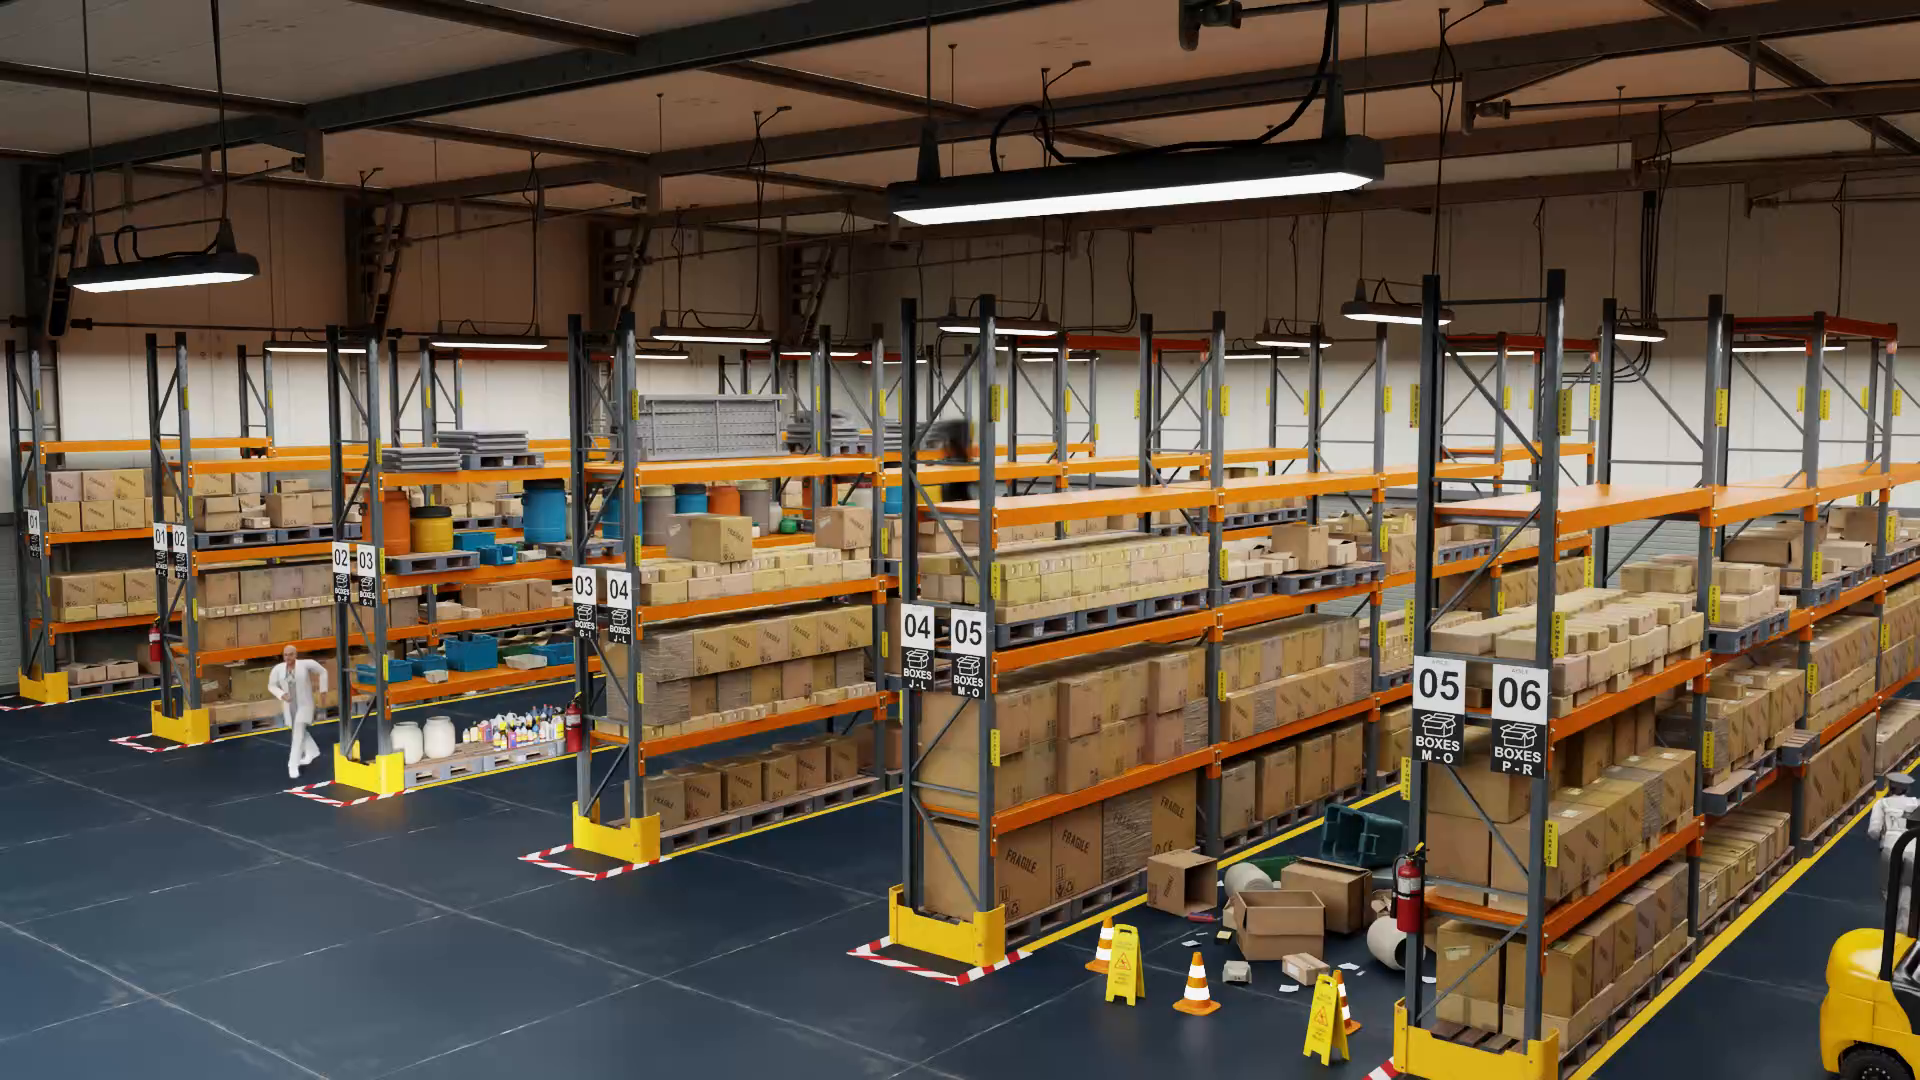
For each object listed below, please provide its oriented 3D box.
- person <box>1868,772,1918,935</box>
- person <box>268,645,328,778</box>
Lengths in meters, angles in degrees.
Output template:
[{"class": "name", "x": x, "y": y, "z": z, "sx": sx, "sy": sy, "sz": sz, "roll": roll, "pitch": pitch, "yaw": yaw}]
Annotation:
[{"class": "person", "x": 8.989, "y": 3.014, "z": 15.795, "sx": 0.646, "sy": 1.490, "sz": 0.755, "roll": 2, "pitch": 6, "yaw": 22}, {"class": "person", "x": -8.924, "y": 2.276, "z": 22.549, "sx": 0.691, "sy": 1.795, "sz": 0.857, "roll": 1, "pitch": 5, "yaw": 7}]
